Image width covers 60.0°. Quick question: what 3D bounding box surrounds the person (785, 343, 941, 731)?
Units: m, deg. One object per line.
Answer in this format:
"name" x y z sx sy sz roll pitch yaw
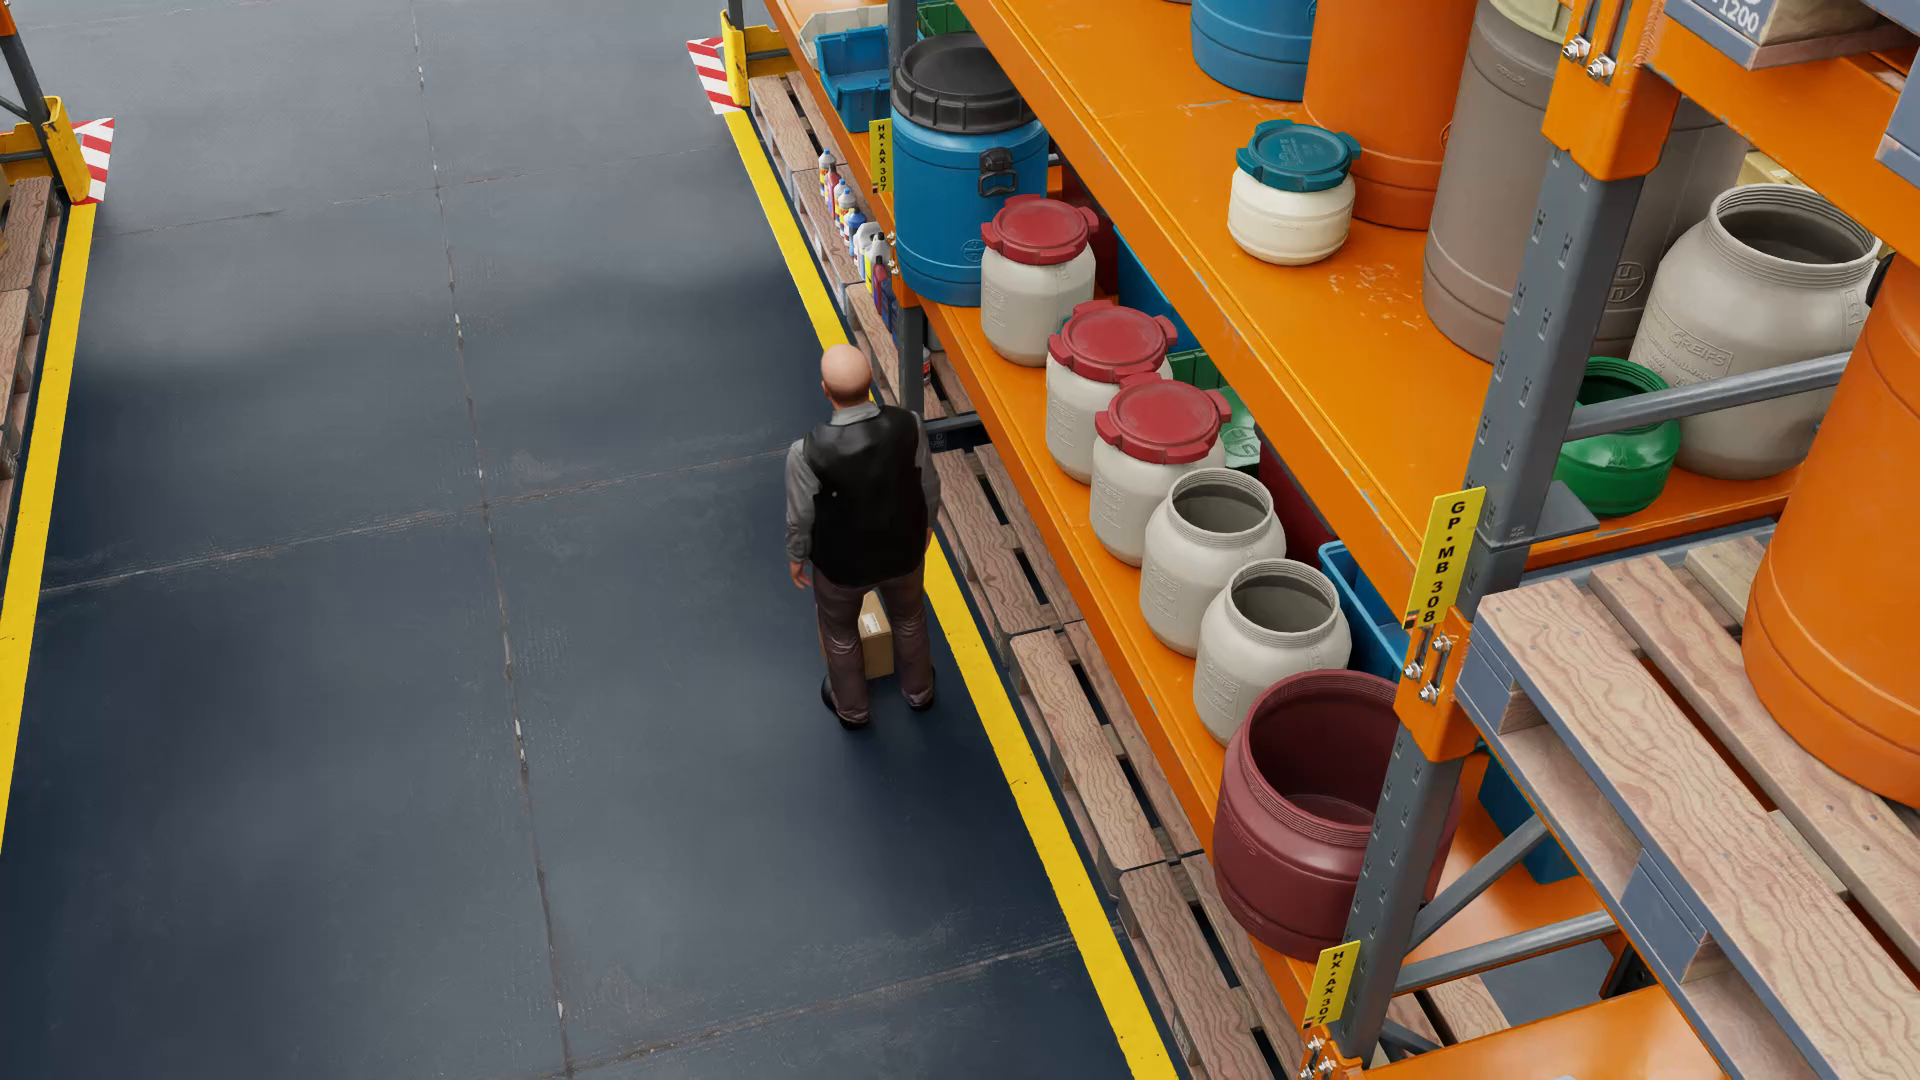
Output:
"person" -0.344 0.039 6.134 0.594 1.721 0.415 -14 44 -15
